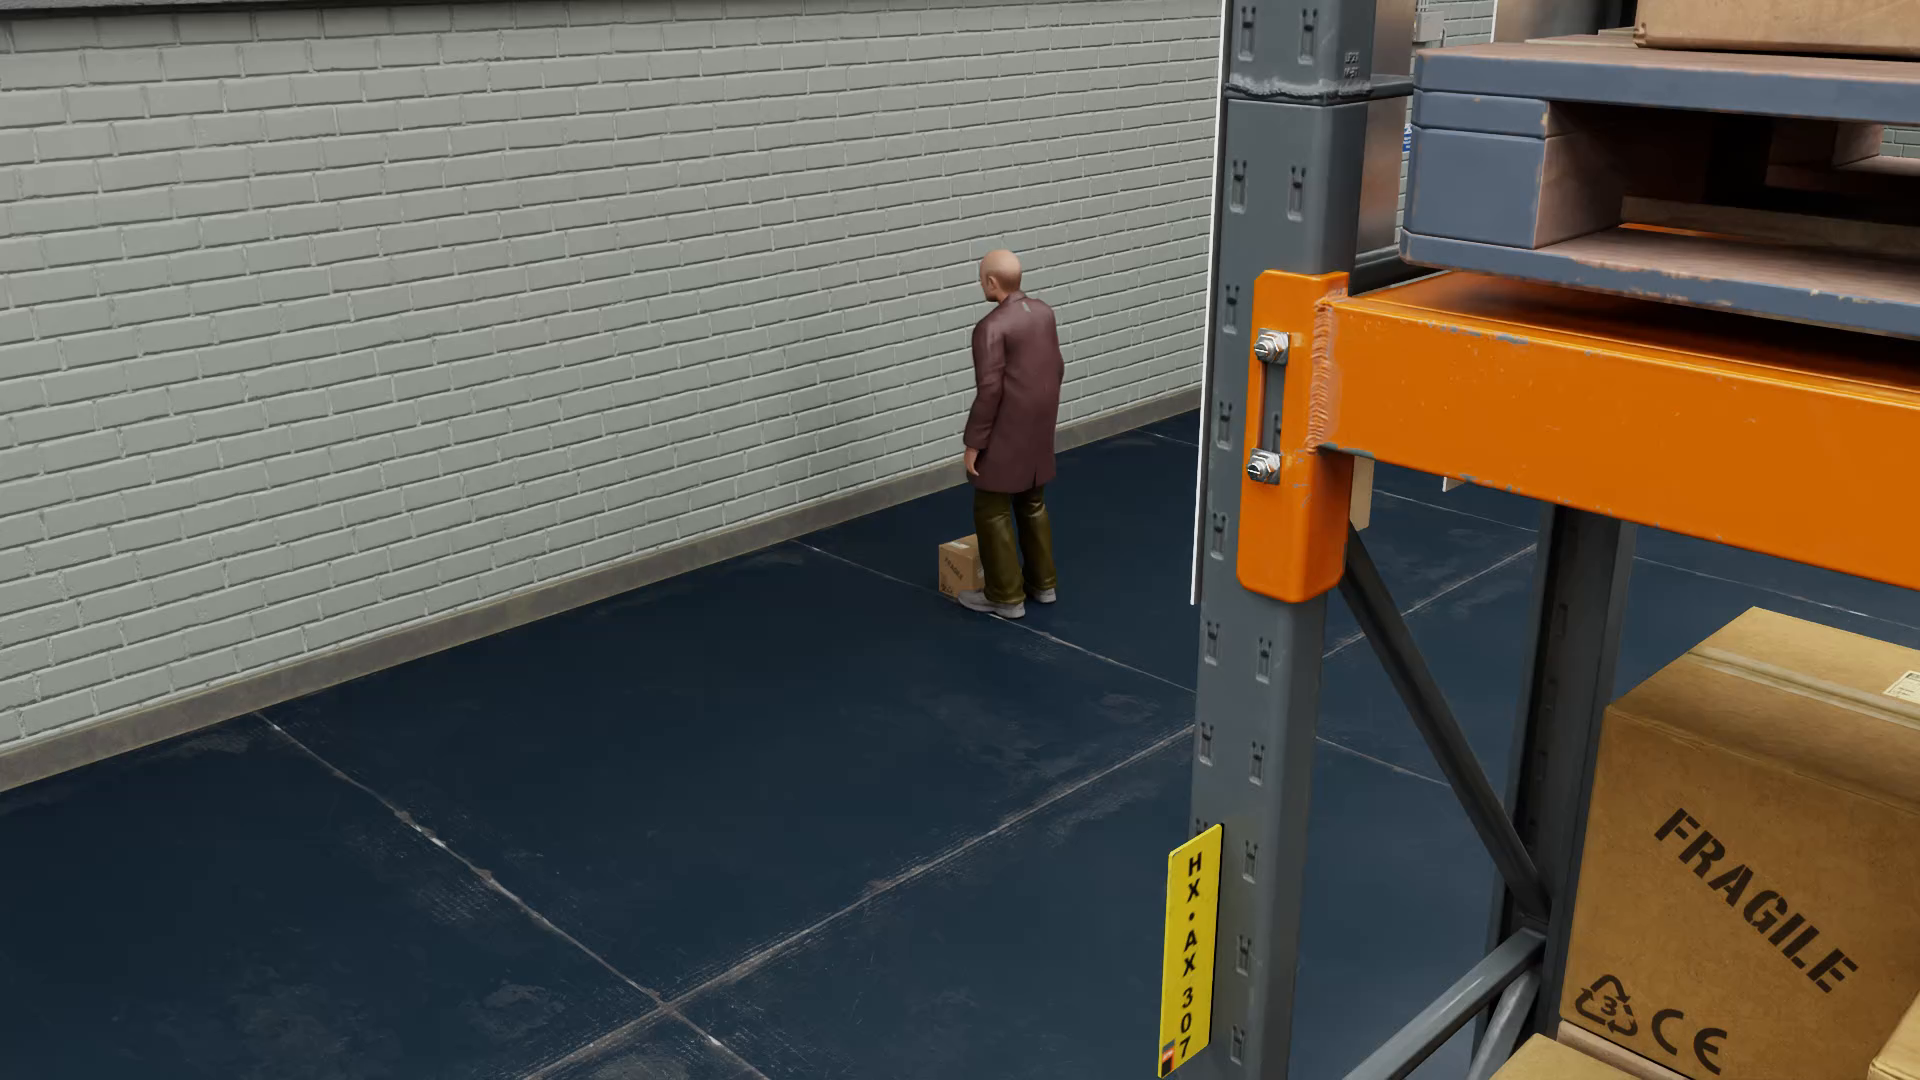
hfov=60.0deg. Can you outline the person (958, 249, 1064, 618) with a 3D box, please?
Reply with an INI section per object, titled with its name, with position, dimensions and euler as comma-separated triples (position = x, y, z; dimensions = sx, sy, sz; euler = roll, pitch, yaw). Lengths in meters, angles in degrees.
[person]
position = 0.241, -0.506, 7.968
dimensions = 0.427, 1.773, 0.652
euler = 17, 26, 38
